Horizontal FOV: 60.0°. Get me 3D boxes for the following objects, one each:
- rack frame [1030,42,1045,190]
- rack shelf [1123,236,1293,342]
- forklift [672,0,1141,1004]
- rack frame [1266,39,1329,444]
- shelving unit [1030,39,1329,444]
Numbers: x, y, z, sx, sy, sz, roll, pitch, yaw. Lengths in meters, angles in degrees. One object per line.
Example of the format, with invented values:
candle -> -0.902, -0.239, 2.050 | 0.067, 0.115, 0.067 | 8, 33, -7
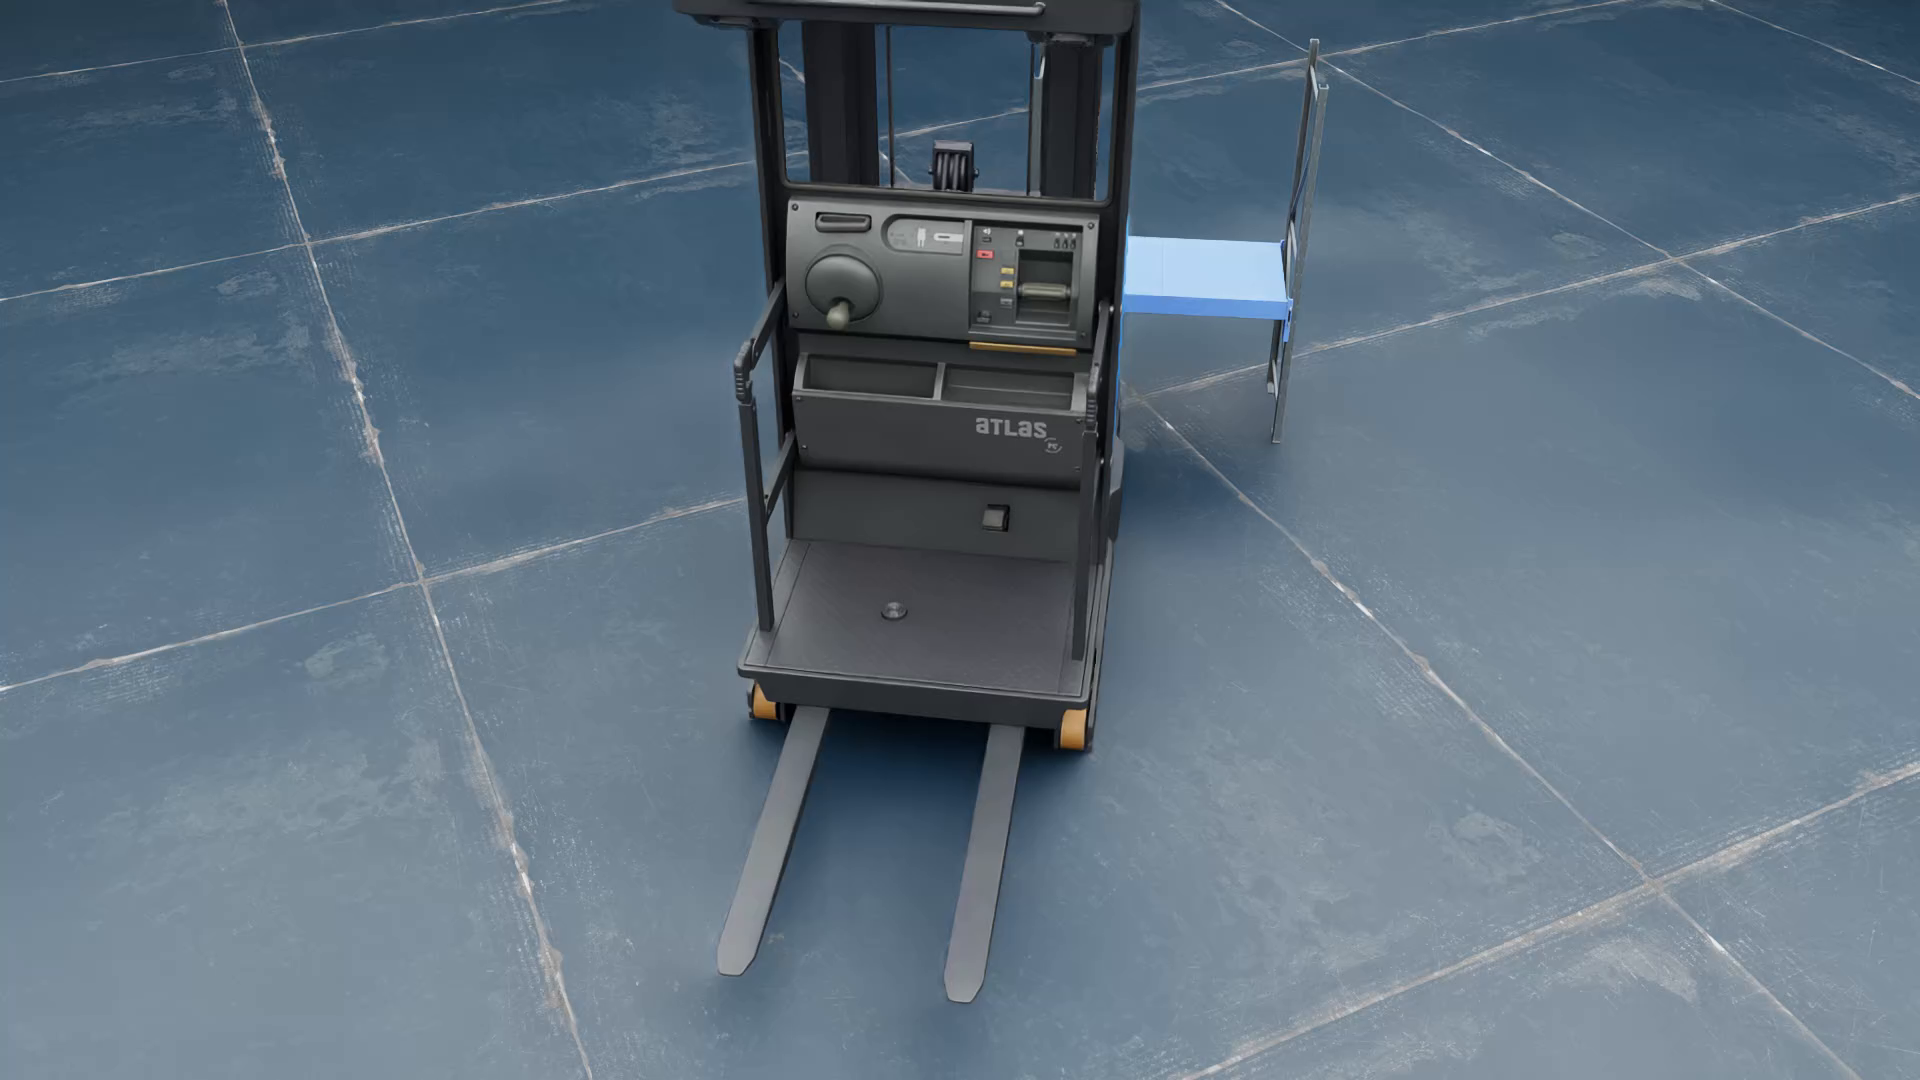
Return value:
rack frame -> 0.303, -1.204, 6.615 | 0.032, 1.500, 0.500 | 3, 37, 5
rack shelf -> 0.808, -1.030, 6.681 | 1.000, 0.185, 0.538 | 3, 37, 5
forklift -> -0.086, -0.729, 4.773 | 1.130, 2.935, 3.031 | 5, 37, 7
rack frame -> 1.314, -1.144, 6.533 | 0.032, 1.500, 0.500 | 3, 37, 5
shelving unit -> 0.808, -1.174, 6.574 | 1.048, 1.500, 0.538 | 3, 37, 5
